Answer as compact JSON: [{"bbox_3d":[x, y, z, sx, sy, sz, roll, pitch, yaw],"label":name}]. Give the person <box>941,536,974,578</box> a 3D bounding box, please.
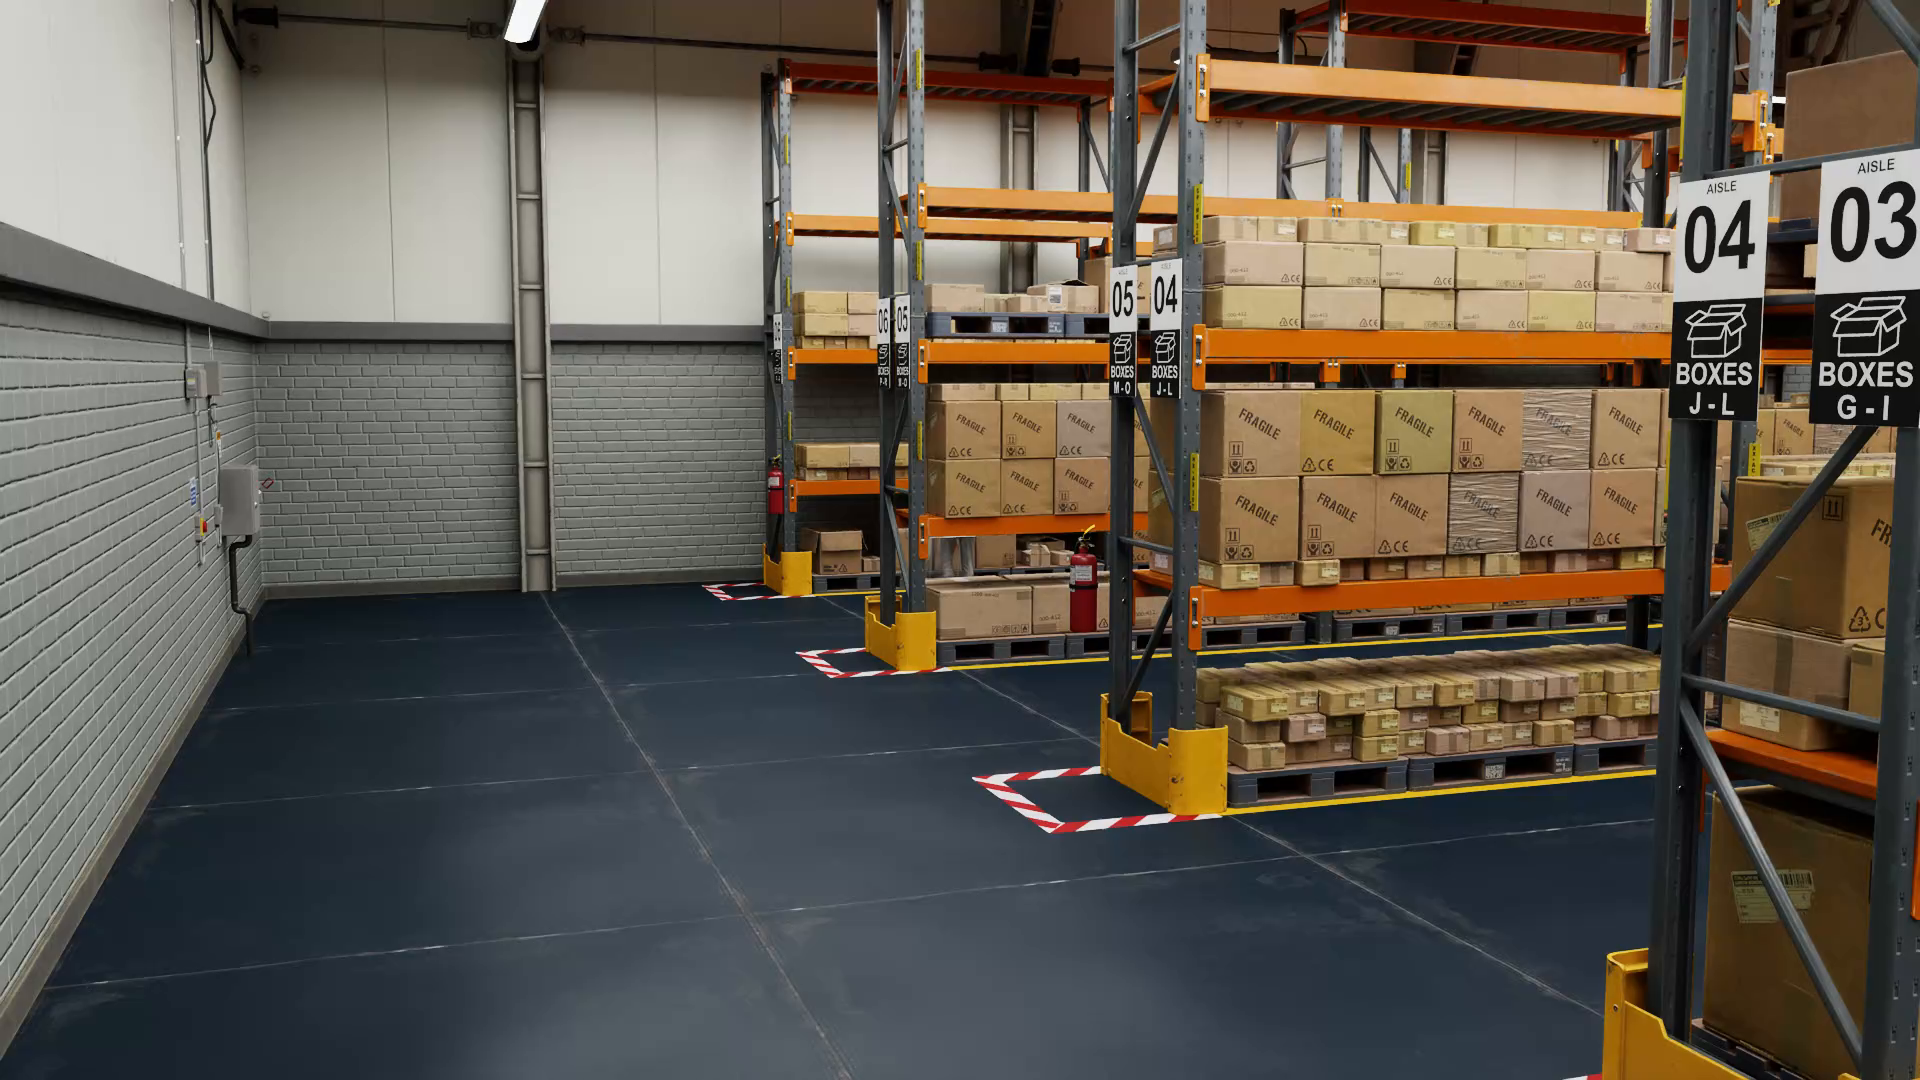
[{"bbox_3d":[-0.047,-0.117,18.088,0.459,1.686,0.556,-2,6,-18],"label":"person"}]
